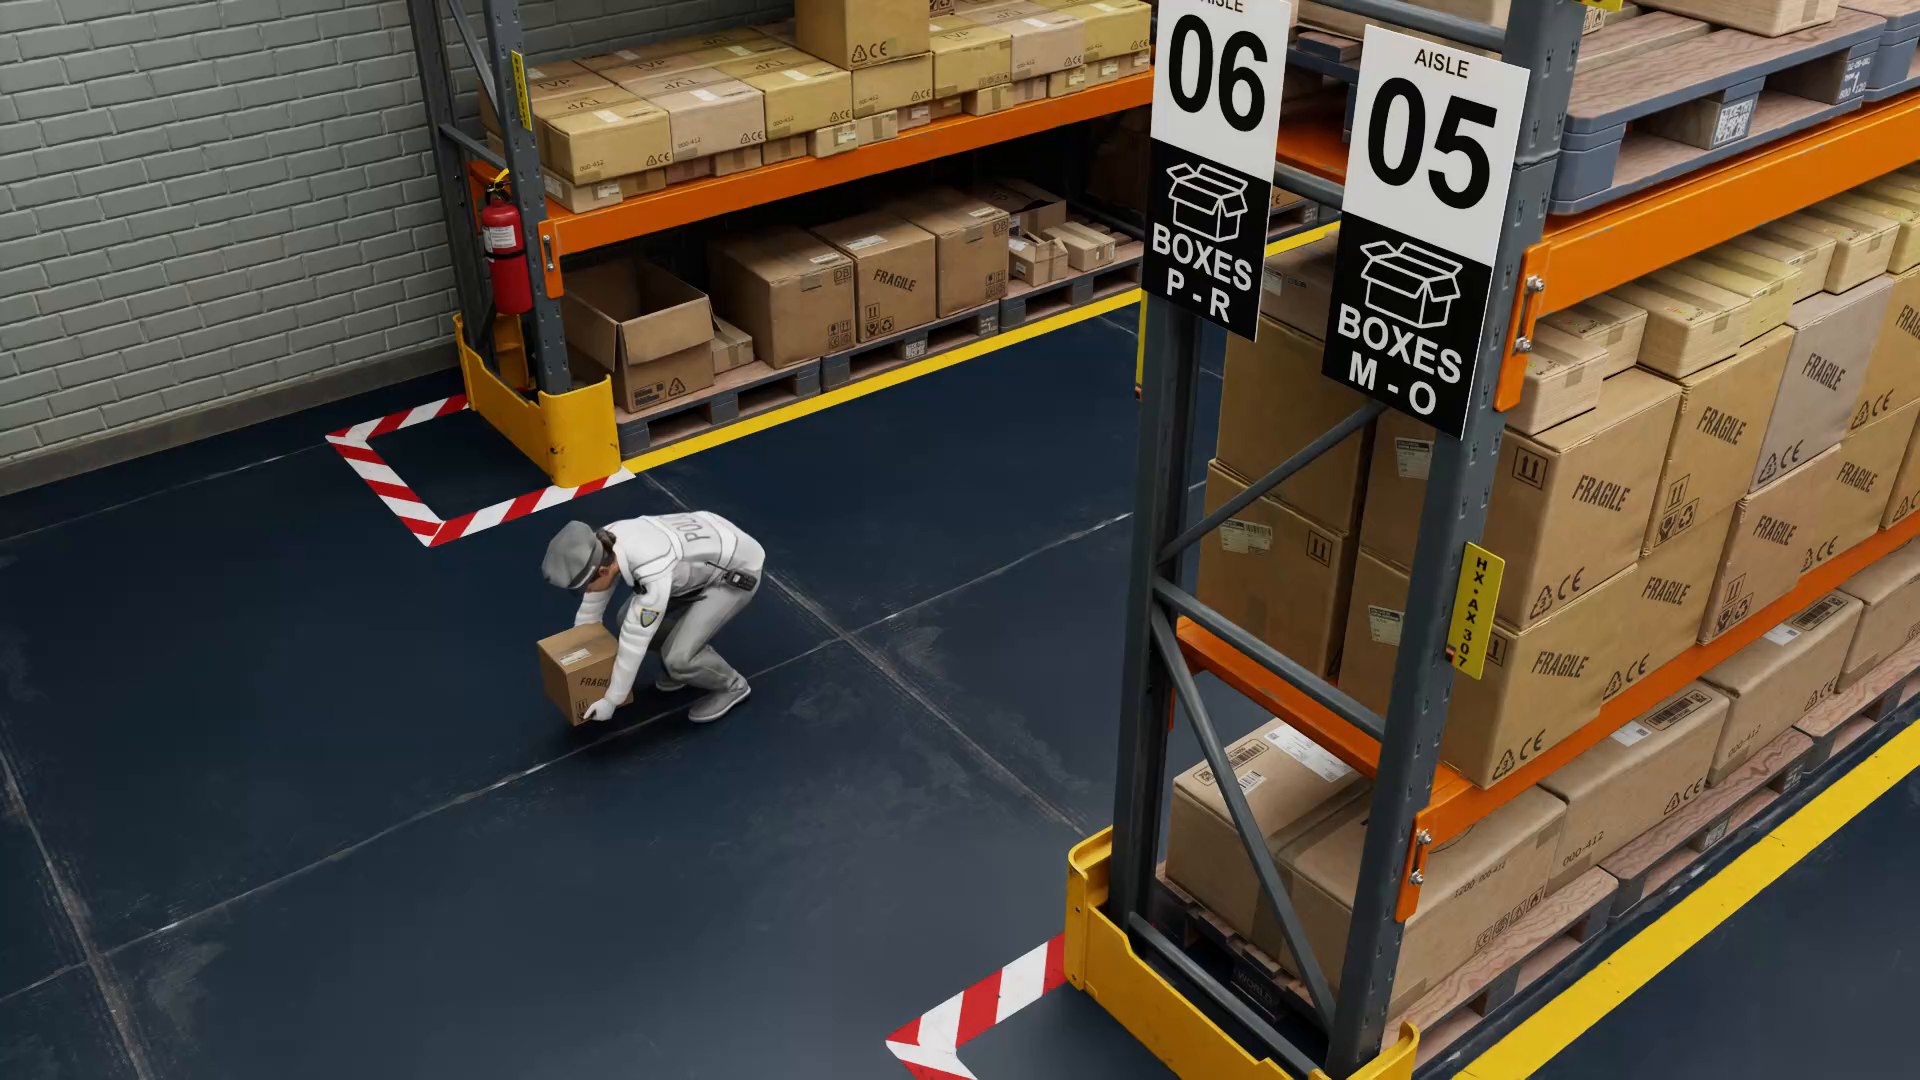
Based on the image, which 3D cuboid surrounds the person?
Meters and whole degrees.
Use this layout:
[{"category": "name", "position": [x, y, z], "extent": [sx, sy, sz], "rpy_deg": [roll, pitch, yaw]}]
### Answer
[{"category": "person", "position": [-1.156, 0.260, 6.376], "extent": [0.886, 0.977, 0.465], "rpy_deg": [-24, 39, -32]}]
